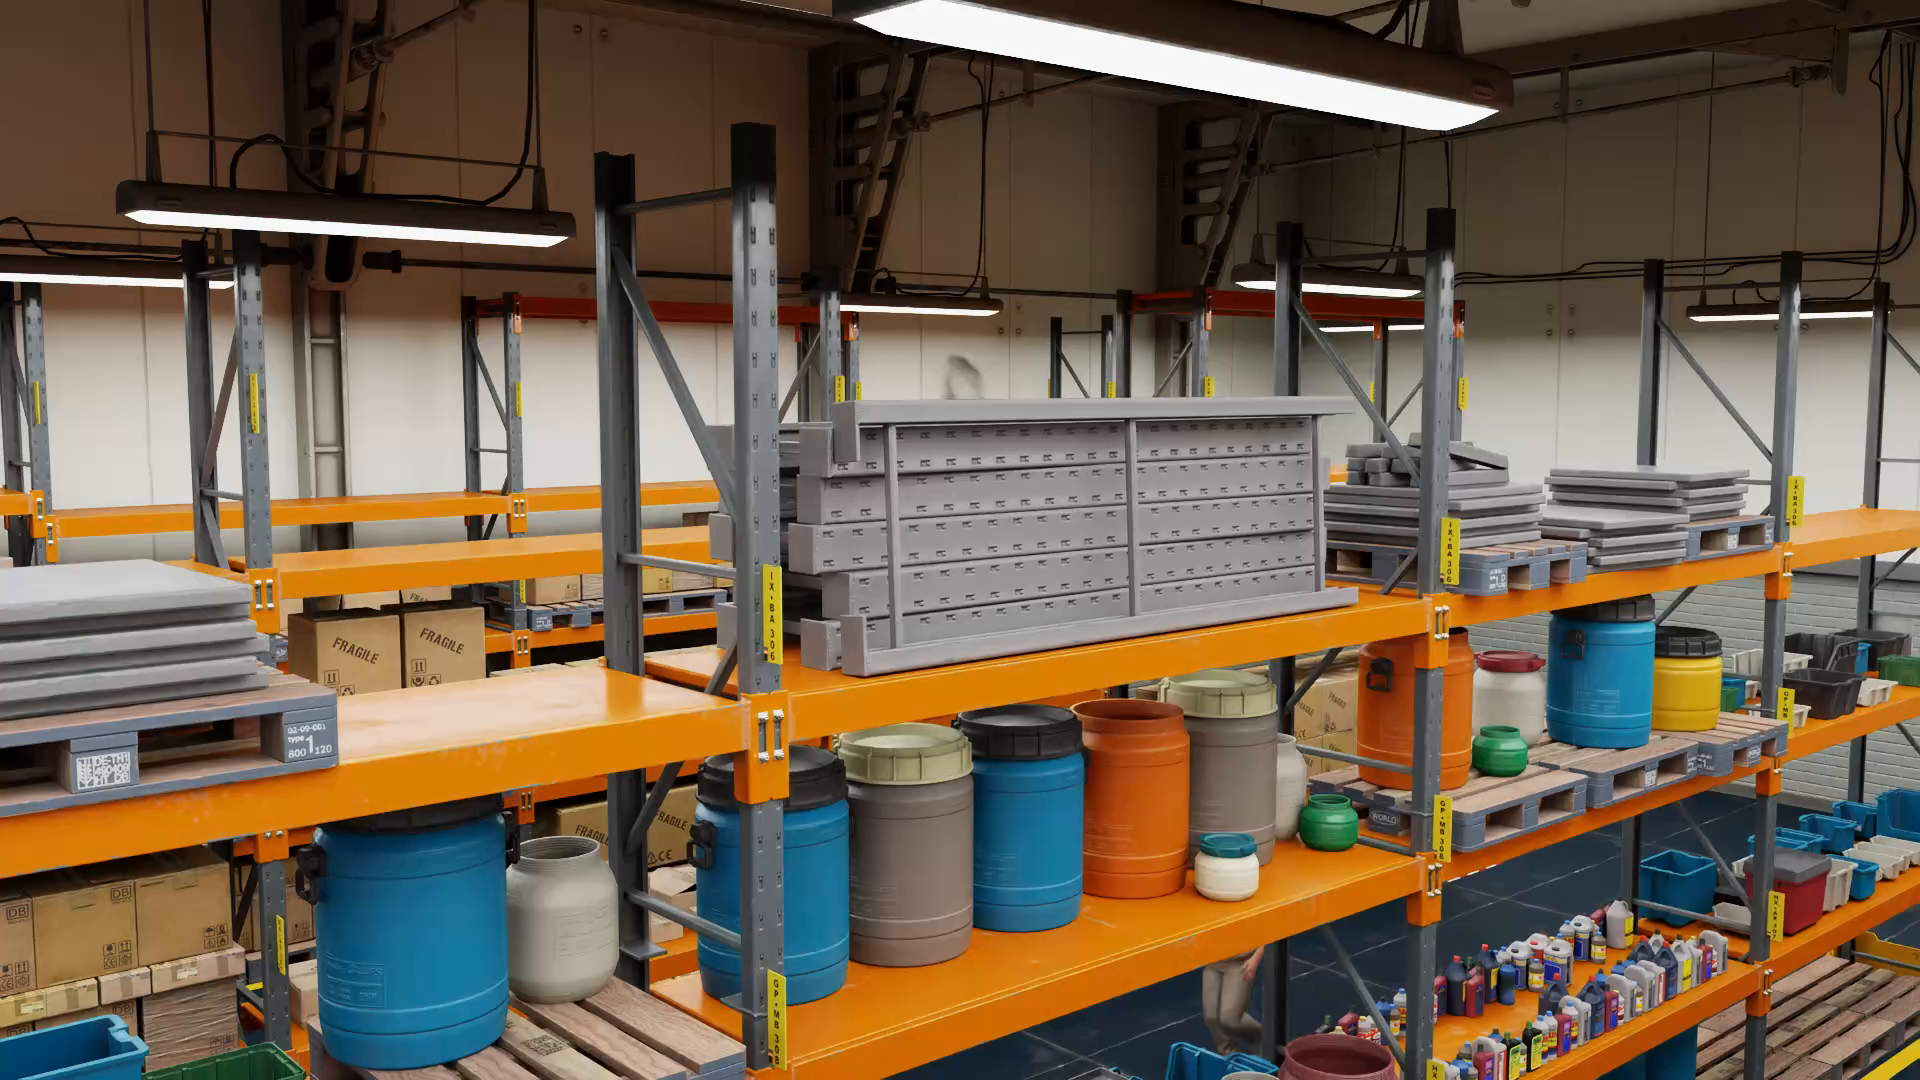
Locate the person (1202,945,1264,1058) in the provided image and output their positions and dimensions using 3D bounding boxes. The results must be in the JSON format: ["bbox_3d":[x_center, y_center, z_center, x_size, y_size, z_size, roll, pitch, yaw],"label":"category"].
[{"bbox_3d":[1.993,3.158,12.376,0.669,1.694,0.572,5,7,43],"label":"person"}]
